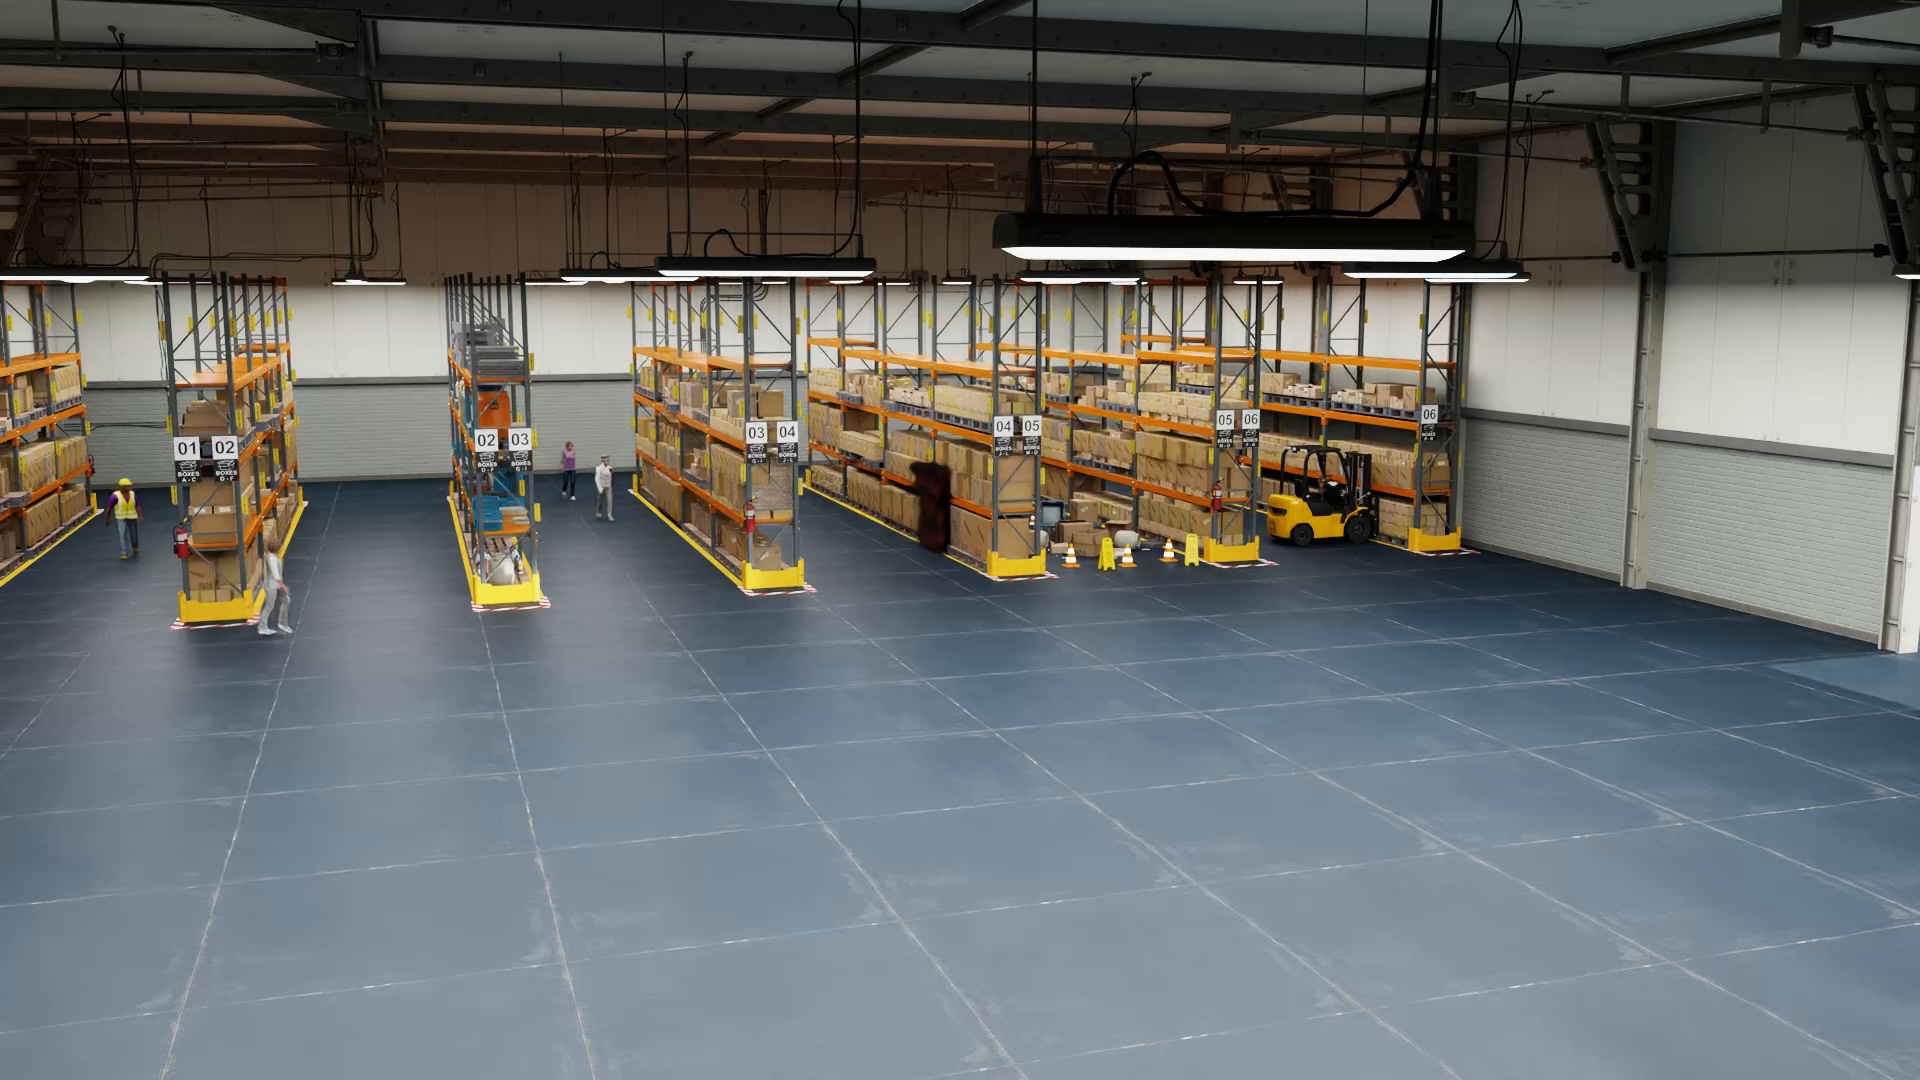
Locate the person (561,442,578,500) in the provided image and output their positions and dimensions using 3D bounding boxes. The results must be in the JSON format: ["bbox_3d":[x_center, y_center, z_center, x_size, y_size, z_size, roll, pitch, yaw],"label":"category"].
[{"bbox_3d":[-10.637,-1.891,45.241,0.454,1.592,0.479,-4,9,-24],"label":"person"}]

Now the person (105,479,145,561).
[{"bbox_3d":[-17.804,-0.455,35.441,0.760,1.723,1.080,-4,9,-22],"label":"person"}]

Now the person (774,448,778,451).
[{"bbox_3d":[-5.001,-2.131,46.757,0.529,1.600,1.028,-2,9,-16],"label":"person"}]

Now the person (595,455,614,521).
[{"bbox_3d":[-8.834,-1.304,41.296,0.471,1.622,0.952,-4,9,-24],"label":"person"}]

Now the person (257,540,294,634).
[{"bbox_3d":[-11.387,0.798,27.549,0.558,1.617,0.423,-3,9,-18],"label":"person"}]
